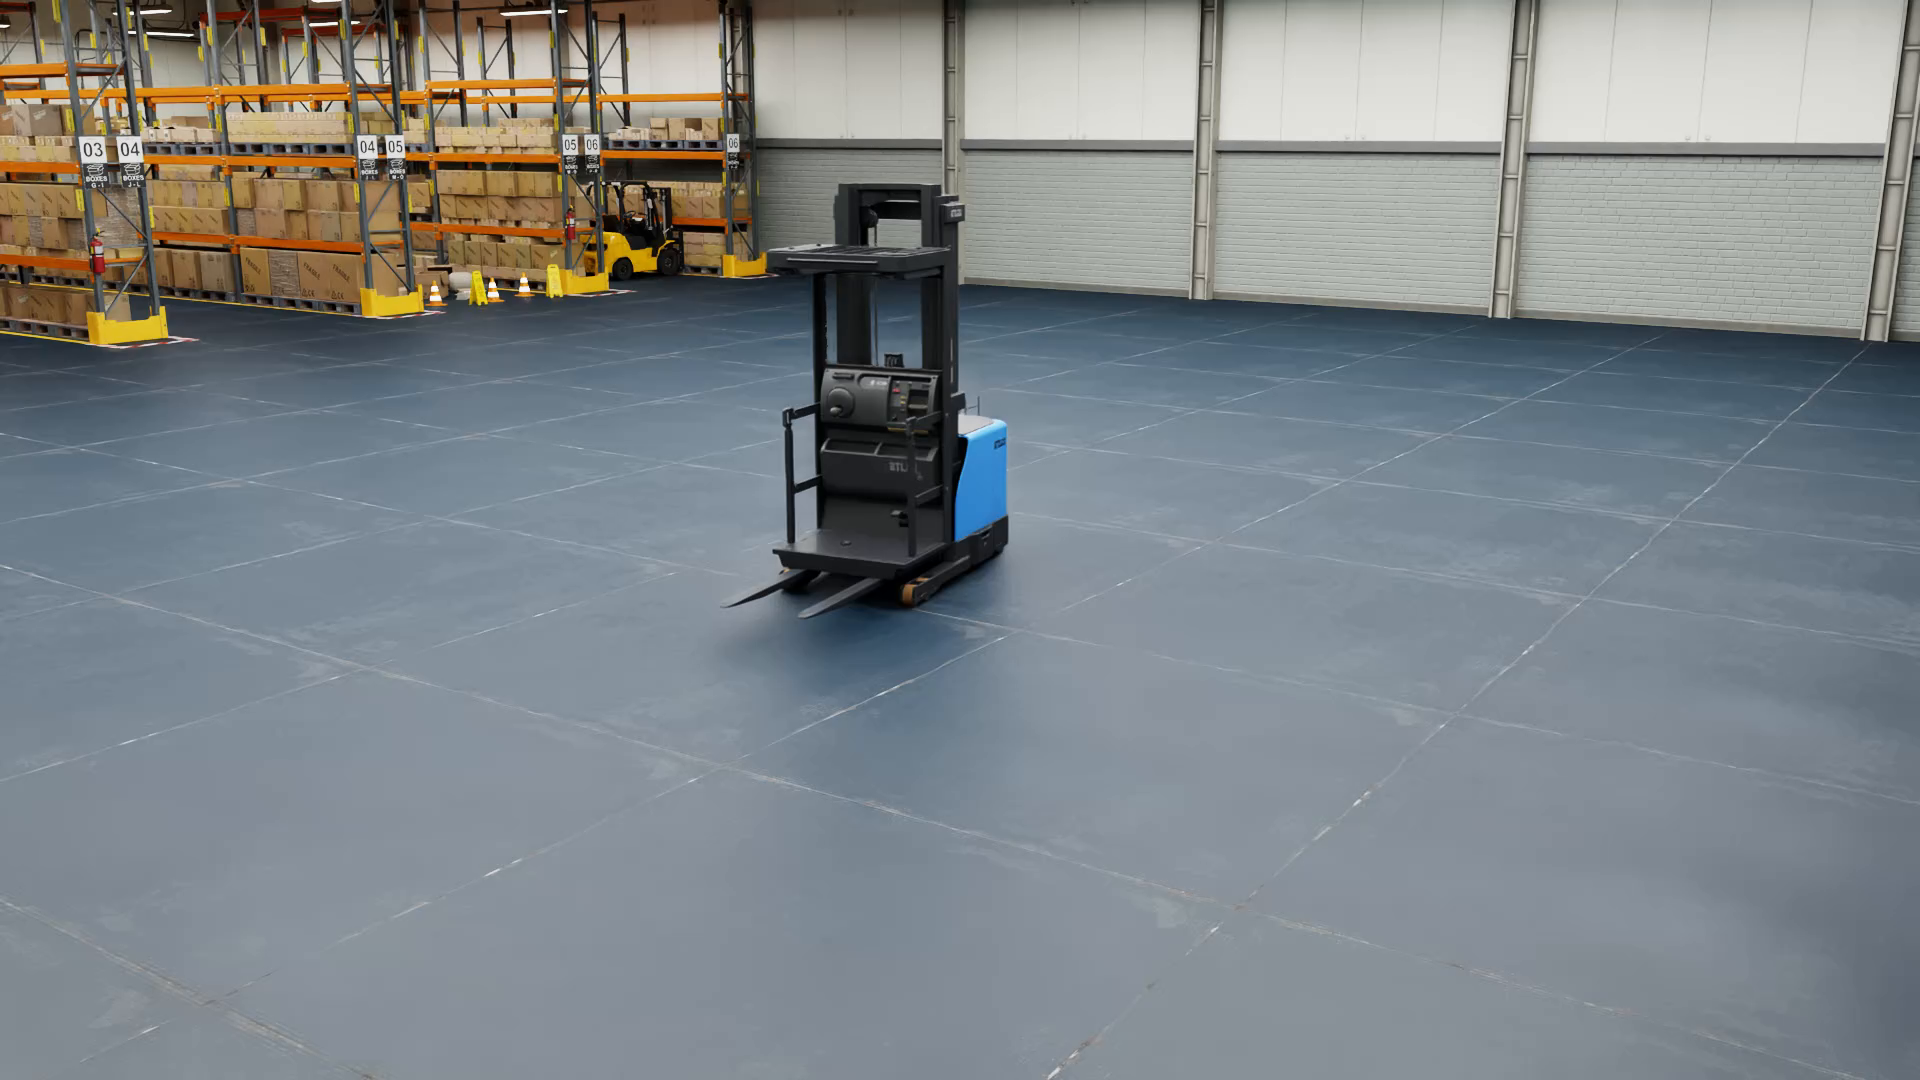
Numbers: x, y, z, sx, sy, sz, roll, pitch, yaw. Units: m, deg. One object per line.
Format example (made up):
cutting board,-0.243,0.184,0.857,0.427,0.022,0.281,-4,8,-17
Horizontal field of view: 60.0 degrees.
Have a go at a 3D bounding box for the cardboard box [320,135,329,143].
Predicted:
cardboard box,-11.377,-7.277,30.176,0.250,0.149,0.380,9,17,34

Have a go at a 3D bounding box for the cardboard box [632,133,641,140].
cardboard box,-7.522,-9.535,39.298,0.250,0.149,0.380,10,17,34

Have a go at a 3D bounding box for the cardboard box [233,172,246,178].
cardboard box,-17.126,-8.610,40.073,0.500,0.500,0.500,9,17,32

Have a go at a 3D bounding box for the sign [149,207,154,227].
sign,-13.039,-5.198,26.778,0.005,0.325,0.100,9,17,33

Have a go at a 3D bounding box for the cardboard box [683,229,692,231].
cardboard box,-6.584,-7.298,39.831,0.500,0.250,0.500,9,16,32

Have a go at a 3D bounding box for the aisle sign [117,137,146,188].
aisle sign,-13.123,-5.983,26.341,0.004,0.787,0.394,9,17,33

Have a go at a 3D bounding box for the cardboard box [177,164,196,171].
cardboard box,-19.227,-9.266,41.372,0.250,0.149,0.380,9,16,32

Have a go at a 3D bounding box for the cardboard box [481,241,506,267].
cardboard box,-9.911,-6.143,35.684,0.500,0.500,0.500,10,17,36

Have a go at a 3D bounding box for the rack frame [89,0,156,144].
rack frame,-17.128,-9.630,33.999,0.127,3.000,1.000,9,17,33

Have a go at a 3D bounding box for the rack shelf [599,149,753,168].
rack shelf,-6.703,-9.011,39.237,4.000,0.370,1.077,9,17,33

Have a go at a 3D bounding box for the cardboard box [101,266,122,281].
cardboard box,-17.820,-5.745,35.115,0.500,0.500,0.500,9,17,33

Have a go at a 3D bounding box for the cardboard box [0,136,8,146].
cardboard box,-15.460,-6.511,27.121,0.250,0.149,0.380,9,16,32

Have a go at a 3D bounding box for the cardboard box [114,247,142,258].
cardboard box,-13.445,-4.634,26.822,0.250,0.149,0.380,9,17,33

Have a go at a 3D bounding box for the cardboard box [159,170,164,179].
cardboard box,-19.984,-9.069,41.927,0.500,0.500,0.500,9,17,32

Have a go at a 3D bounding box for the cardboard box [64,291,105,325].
cardboard box,-14.366,-3.821,27.343,0.500,0.500,0.500,-12,18,-39

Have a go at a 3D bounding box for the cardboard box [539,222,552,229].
cardboard box,-8.513,-6.543,34.536,0.250,0.149,0.380,9,16,32

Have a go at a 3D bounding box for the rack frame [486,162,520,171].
rack frame,-11.682,-8.709,42.761,0.127,3.000,1.000,9,17,33

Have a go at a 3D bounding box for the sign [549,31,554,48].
sign,-8.137,-9.980,33.139,0.005,0.325,0.100,9,17,33

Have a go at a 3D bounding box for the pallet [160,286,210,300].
pallet,-15.507,-5.080,33.905,1.213,0.211,1.003,9,17,33

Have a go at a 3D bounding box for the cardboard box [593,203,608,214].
cardboard box,-8.927,-8.115,40.675,0.500,0.250,0.500,10,17,34

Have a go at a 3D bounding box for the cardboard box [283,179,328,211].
cardboard box,-12.185,-6.502,31.289,0.500,0.550,0.875,9,17,33

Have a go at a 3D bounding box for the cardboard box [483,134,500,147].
cardboard box,-9.656,-8.392,34.932,0.500,0.250,0.500,9,17,33

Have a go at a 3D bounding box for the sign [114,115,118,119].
sign,-21.402,-10.600,42.177,0.005,0.325,0.100,9,17,33

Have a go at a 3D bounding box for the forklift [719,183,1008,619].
forklift,-0.683,-1.063,12.016,1.130,2.935,3.031,6,15,24

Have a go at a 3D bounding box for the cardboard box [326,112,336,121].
cardboard box,-11.165,-7.630,29.943,0.250,0.149,0.380,9,17,33

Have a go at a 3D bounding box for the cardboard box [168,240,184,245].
cardboard box,-19.720,-7.562,42.587,0.875,0.438,0.875,10,17,34

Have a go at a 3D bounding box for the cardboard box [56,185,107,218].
cardboard box,-13.936,-5.373,26.376,0.500,0.500,0.500,9,17,33

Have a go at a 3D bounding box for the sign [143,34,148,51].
sign,-16.821,-10.272,34.316,0.005,0.325,0.100,9,17,33

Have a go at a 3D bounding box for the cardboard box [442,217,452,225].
cardboard box,-11.047,-6.954,36.196,0.250,0.149,0.380,9,17,33

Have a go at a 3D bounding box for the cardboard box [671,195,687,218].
cardboard box,-6.449,-7.838,39.036,0.500,0.500,0.500,9,16,32

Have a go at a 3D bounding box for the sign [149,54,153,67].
sign,-20.772,-12.302,42.682,0.005,0.325,0.100,9,17,33

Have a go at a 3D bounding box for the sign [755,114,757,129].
sign,-4.729,-9.665,38.396,0.005,0.325,0.100,9,17,33

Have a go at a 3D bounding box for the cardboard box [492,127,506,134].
cardboard box,-9.547,-8.552,34.750,0.250,0.149,0.380,10,17,34

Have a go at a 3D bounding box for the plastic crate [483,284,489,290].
plastic crate,-10.285,-5.391,35.434,0.583,0.080,0.402,3,14,14

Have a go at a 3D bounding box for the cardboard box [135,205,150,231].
cardboard box,-16.482,-6.585,33.974,0.500,0.500,0.500,9,17,32

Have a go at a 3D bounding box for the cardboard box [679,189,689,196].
cardboard box,-6.345,-8.127,38.854,0.250,0.149,0.380,9,16,31

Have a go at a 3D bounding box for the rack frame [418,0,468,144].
rack frame,-11.130,-10.094,35.874,0.127,3.000,1.000,9,17,33

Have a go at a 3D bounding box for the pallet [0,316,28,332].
pallet,-16.084,-3.770,28.612,1.213,0.211,1.003,9,17,33

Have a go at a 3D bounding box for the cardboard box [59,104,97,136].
cardboard box,-14.423,-6.814,26.999,0.500,0.500,0.500,9,17,33

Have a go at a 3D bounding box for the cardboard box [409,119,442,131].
cardboard box,-11.682,-9.064,36.353,0.500,0.250,0.500,10,17,34

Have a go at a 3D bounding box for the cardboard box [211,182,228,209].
cardboard box,-14.224,-6.781,32.685,0.500,0.500,0.700,9,16,32

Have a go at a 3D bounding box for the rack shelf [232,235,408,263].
rack shelf,-12.149,-5.564,31.556,4.000,0.370,1.077,9,17,33

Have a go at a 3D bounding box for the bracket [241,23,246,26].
bracket,-20.597,-14.967,48.068,0.430,0.232,0.235,9,17,33

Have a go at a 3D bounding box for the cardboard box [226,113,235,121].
cardboard box,-13.696,-8.039,31.593,0.250,0.149,0.380,9,17,33

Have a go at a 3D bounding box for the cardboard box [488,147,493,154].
cardboard box,-9.727,-8.218,35.060,0.250,0.149,0.380,9,17,33

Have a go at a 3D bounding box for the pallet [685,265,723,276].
pallet,-5.702,-6.377,39.143,1.213,0.211,1.003,9,17,33

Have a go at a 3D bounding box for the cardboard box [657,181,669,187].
cardboard box,-6.934,-8.391,39.302,0.250,0.149,0.380,9,17,33

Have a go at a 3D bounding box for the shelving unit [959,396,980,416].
shelving unit,0.018,-0.587,13.696,0.189,1.200,0.258,8,16,30

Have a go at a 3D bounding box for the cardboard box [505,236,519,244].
cardboard box,-9.388,-6.355,35.191,0.250,0.149,0.380,10,17,35

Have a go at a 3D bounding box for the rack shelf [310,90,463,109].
rack shelf,-12.789,-9.819,37.092,4.000,0.370,1.077,9,17,33

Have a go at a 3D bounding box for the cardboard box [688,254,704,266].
cardboard box,-6.017,-6.574,38.985,0.500,0.250,0.500,9,17,33

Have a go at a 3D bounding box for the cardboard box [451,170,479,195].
cardboard box,-10.474,-7.685,35.719,0.500,0.500,0.700,9,17,33
